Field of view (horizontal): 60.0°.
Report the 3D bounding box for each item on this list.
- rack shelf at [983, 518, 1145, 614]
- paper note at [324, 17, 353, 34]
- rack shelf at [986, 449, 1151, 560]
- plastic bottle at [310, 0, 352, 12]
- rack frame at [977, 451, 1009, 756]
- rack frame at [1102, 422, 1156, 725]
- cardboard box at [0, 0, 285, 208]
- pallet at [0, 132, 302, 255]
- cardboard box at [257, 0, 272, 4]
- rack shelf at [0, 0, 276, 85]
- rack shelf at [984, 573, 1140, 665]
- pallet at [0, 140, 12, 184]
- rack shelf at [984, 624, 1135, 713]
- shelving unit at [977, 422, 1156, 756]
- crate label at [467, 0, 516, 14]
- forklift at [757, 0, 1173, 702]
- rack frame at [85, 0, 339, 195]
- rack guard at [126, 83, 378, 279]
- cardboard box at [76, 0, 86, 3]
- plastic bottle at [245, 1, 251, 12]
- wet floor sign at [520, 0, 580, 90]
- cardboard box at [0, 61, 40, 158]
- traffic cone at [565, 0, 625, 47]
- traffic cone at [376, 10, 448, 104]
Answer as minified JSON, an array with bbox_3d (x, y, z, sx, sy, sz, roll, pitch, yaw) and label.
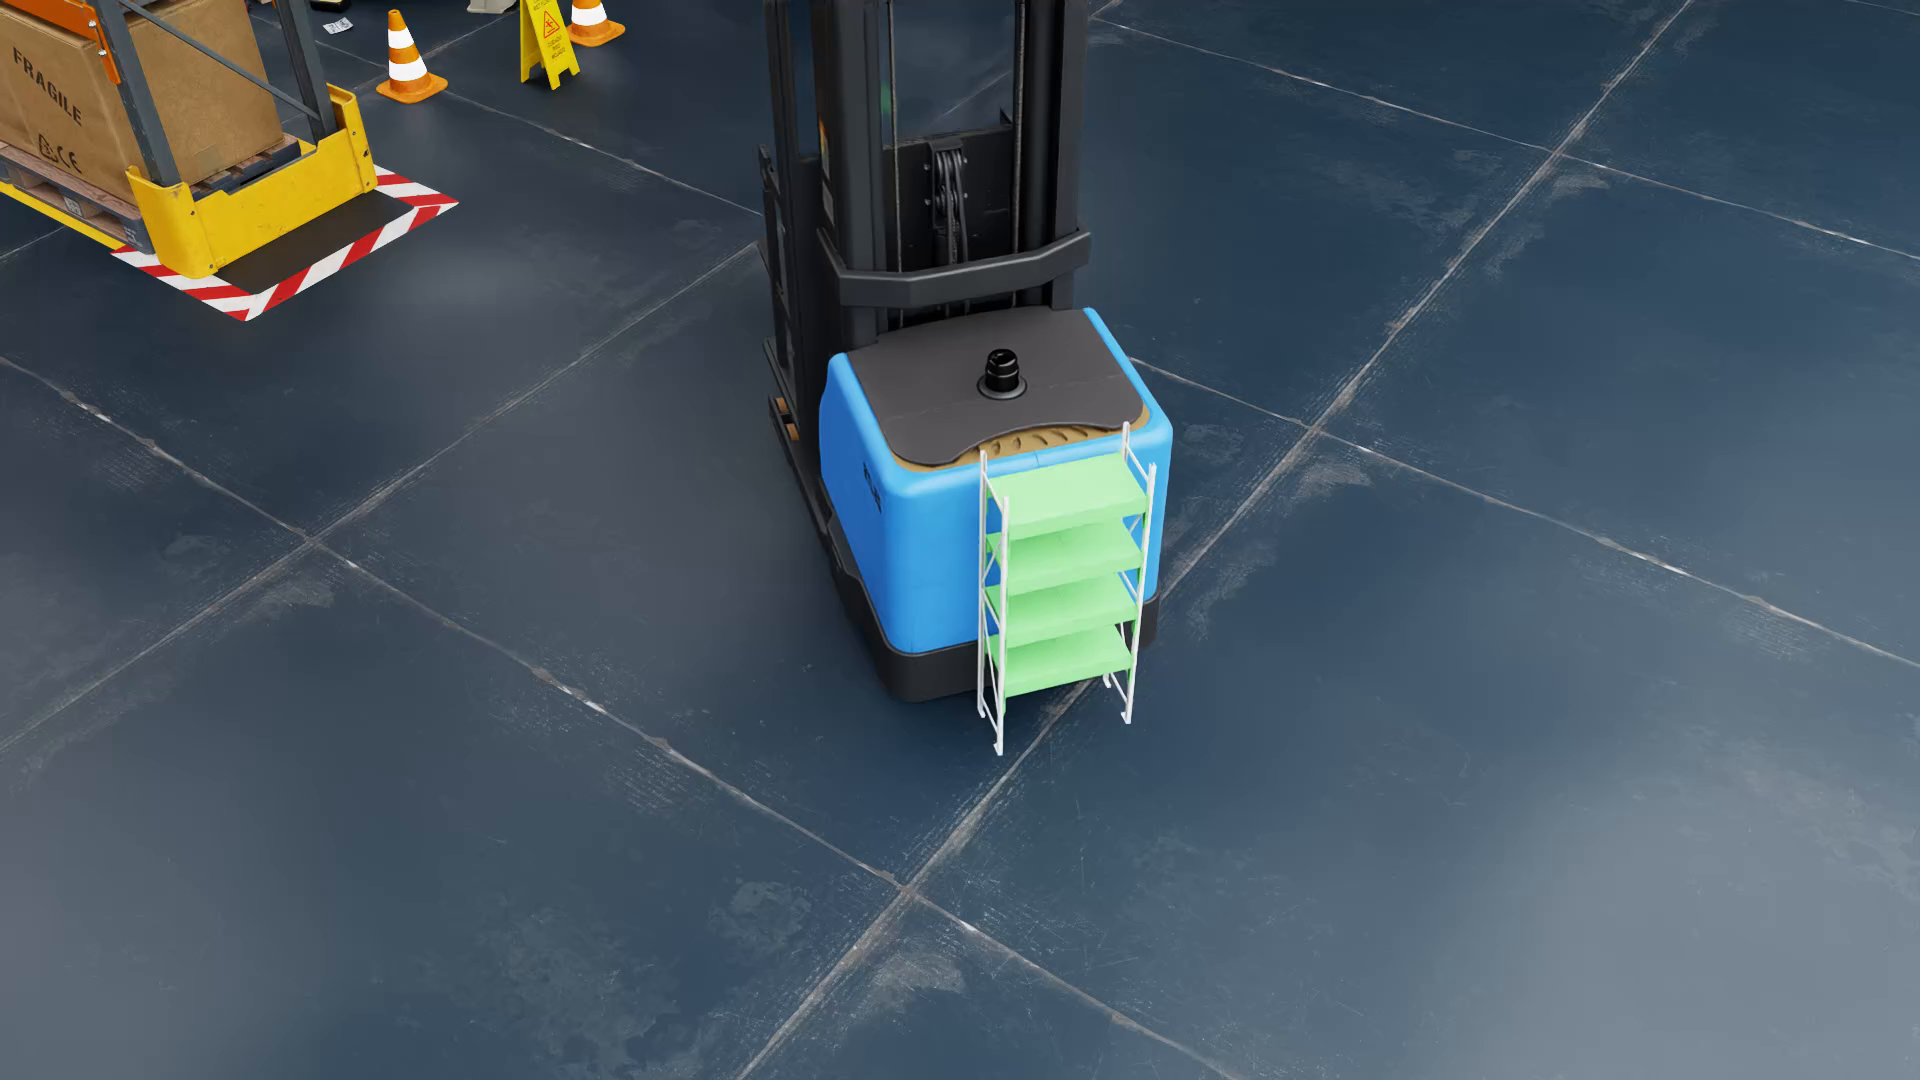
[{"bbox_3d":[0.339,0.060,5.518,0.480,0.148,0.258,-12,43,-13],"label":"rack shelf"},{"bbox_3d":[-3.849,-3.182,10.284,0.144,0.017,0.142,-25,48,-25],"label":"paper note"},{"bbox_3d":[0.339,-0.118,5.358,0.480,0.148,0.258,-12,43,-13],"label":"rack shelf"},{"bbox_3d":[-4.007,-3.401,10.505,0.283,0.061,0.133,10,43,11],"label":"plastic bottle"},{"bbox_3d":[0.107,0.241,5.581,0.015,1.200,0.240,-12,43,-13],"label":"rack frame"},{"bbox_3d":[0.571,0.142,5.691,0.015,1.200,0.240,-12,43,-13],"label":"rack frame"},{"bbox_3d":[-4.167,-2.366,8.423,0.875,0.875,0.875,25,48,26],"label":"cardboard box"},{"bbox_3d":[-4.273,-2.002,8.829,1.213,0.211,1.003,25,48,25],"label":"pallet"},{"bbox_3d":[-4.384,-3.638,10.616,0.396,0.266,0.258,-34,52,-32],"label":"cardboard box"},{"bbox_3d":[-5.211,-3.275,8.700,4.000,0.370,1.077,25,48,25],"label":"rack shelf"},{"bbox_3d":[0.339,0.239,5.679,0.480,0.148,0.258,-12,43,-13],"label":"rack shelf"},{"bbox_3d":[-5.268,-2.469,9.351,1.213,0.211,1.003,25,48,25],"label":"pallet"},{"bbox_3d":[0.339,0.418,5.839,0.480,0.148,0.258,-12,43,-13],"label":"rack shelf"},{"bbox_3d":[0.339,0.192,5.636,0.503,1.200,0.258,-12,43,-13],"label":"shelving unit"},{"bbox_3d":[-2.945,-3.443,10.495,0.298,0.136,0.250,3,42,4],"label":"crate label"},{"bbox_3d":[-0.197,-1.503,6.232,1.130,2.935,3.031,-12,43,-13],"label":"forklift"},{"bbox_3d":[-3.574,-2.778,7.605,0.127,3.000,1.000,25,48,25],"label":"rack frame"},{"bbox_3d":[-3.554,-1.837,8.428,0.348,0.500,1.175,25,48,25],"label":"rack guard"},{"bbox_3d":[-3.904,-2.951,7.686,0.550,0.550,0.875,25,48,25],"label":"cardboard box"},{"bbox_3d":[-4.557,-3.302,10.394,0.133,0.061,0.283,10,43,11],"label":"plastic bottle"},{"bbox_3d":[-2.413,-2.970,9.585,0.232,0.644,0.267,17,45,18],"label":"wet floor sign"},{"bbox_3d":[-4.888,-2.702,8.798,0.875,0.875,0.875,24,47,25],"label":"cardboard box"},{"bbox_3d":[-2.266,-3.298,10.088,0.334,0.463,0.336,25,48,25],"label":"traffic cone"},{"bbox_3d":[-3.193,-2.811,9.544,0.334,0.463,0.336,25,48,25],"label":"traffic cone"}]
